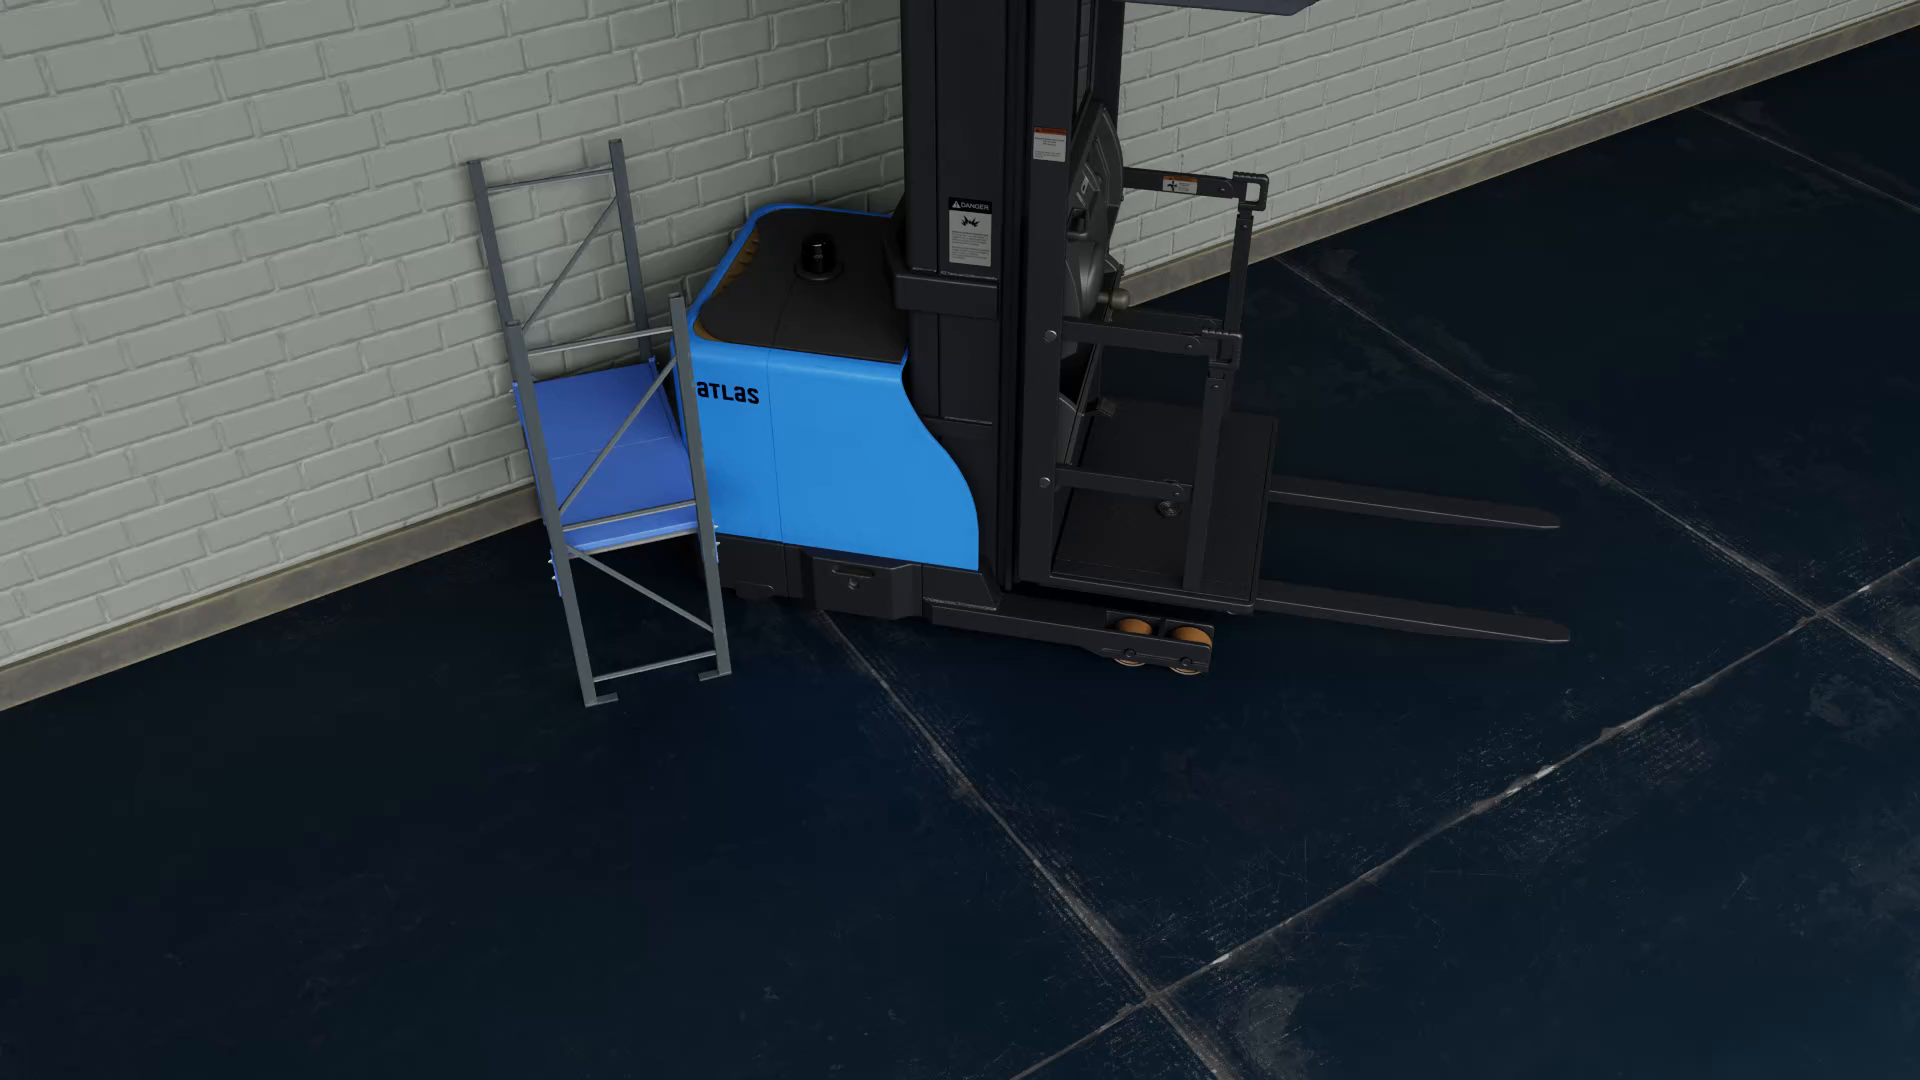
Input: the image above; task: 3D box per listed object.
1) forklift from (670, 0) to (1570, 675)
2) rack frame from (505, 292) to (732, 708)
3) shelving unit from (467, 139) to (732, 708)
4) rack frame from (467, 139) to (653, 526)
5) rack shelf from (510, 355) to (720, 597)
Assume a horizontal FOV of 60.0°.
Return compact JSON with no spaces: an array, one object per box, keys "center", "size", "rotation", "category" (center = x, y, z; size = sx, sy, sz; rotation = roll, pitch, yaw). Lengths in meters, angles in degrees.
[{"center":[0.613,-1.039,5.207],"size":[3.031,2.935,1.130],"rotation":[8,40,10],"category":"forklift"},{"center":[-1.026,-0.074,5.166],"size":[0.500,1.500,0.032],"rotation":[-12,41,-14],"category":"rack frame"},{"center":[-1.189,-0.383,5.537],"size":[0.538,1.500,1.048],"rotation":[-12,41,-14],"category":"shelving unit"},{"center":[-1.351,-0.691,5.907],"size":[0.500,1.500,0.032],"rotation":[-12,41,-14],"category":"rack frame"},{"center":[-1.188,-0.245,5.652],"size":[0.538,0.185,1.000],"rotation":[-12,41,-14],"category":"rack shelf"}]
